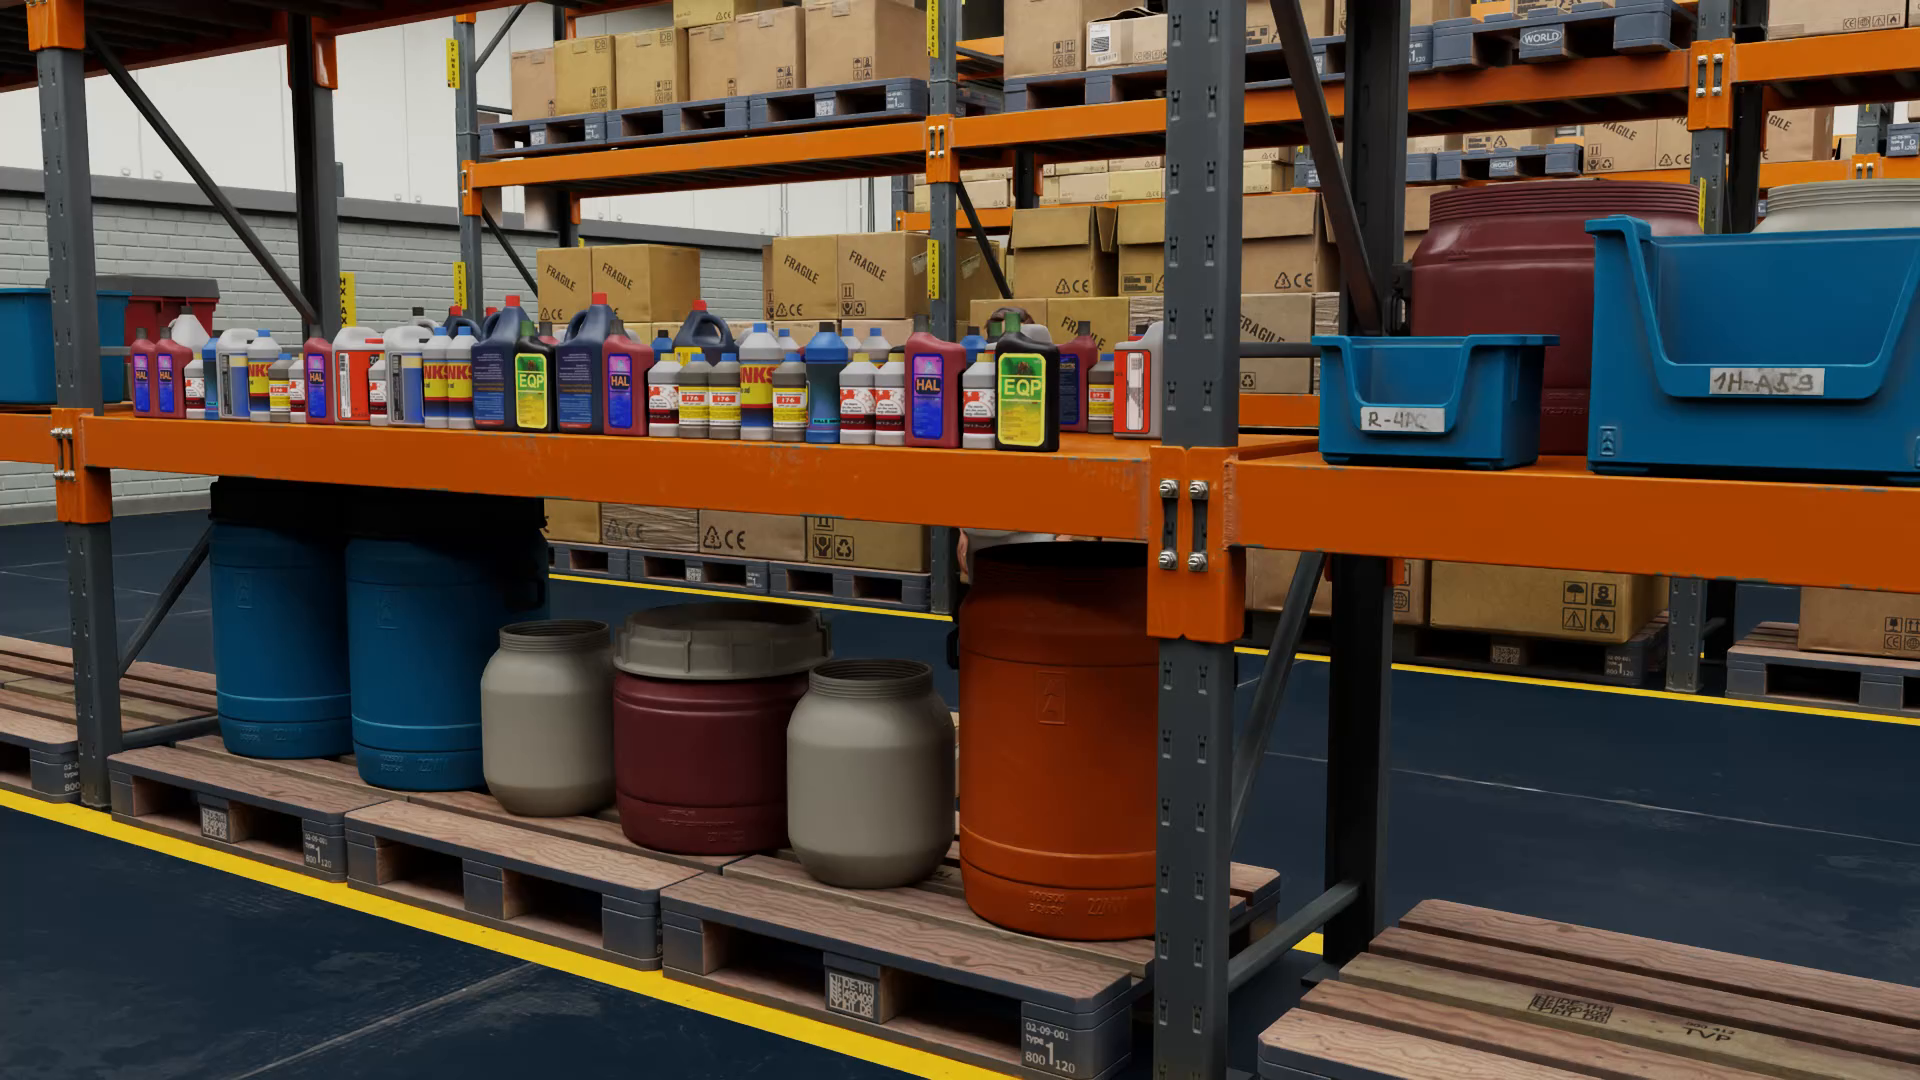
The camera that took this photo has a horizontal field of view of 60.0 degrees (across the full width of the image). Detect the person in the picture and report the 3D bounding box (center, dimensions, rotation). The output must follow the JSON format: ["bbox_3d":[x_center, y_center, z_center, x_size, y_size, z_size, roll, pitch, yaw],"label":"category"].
[{"bbox_3d":[0.140,0.000,5.952,0.446,1.666,0.605,3,7,24],"label":"person"}]
